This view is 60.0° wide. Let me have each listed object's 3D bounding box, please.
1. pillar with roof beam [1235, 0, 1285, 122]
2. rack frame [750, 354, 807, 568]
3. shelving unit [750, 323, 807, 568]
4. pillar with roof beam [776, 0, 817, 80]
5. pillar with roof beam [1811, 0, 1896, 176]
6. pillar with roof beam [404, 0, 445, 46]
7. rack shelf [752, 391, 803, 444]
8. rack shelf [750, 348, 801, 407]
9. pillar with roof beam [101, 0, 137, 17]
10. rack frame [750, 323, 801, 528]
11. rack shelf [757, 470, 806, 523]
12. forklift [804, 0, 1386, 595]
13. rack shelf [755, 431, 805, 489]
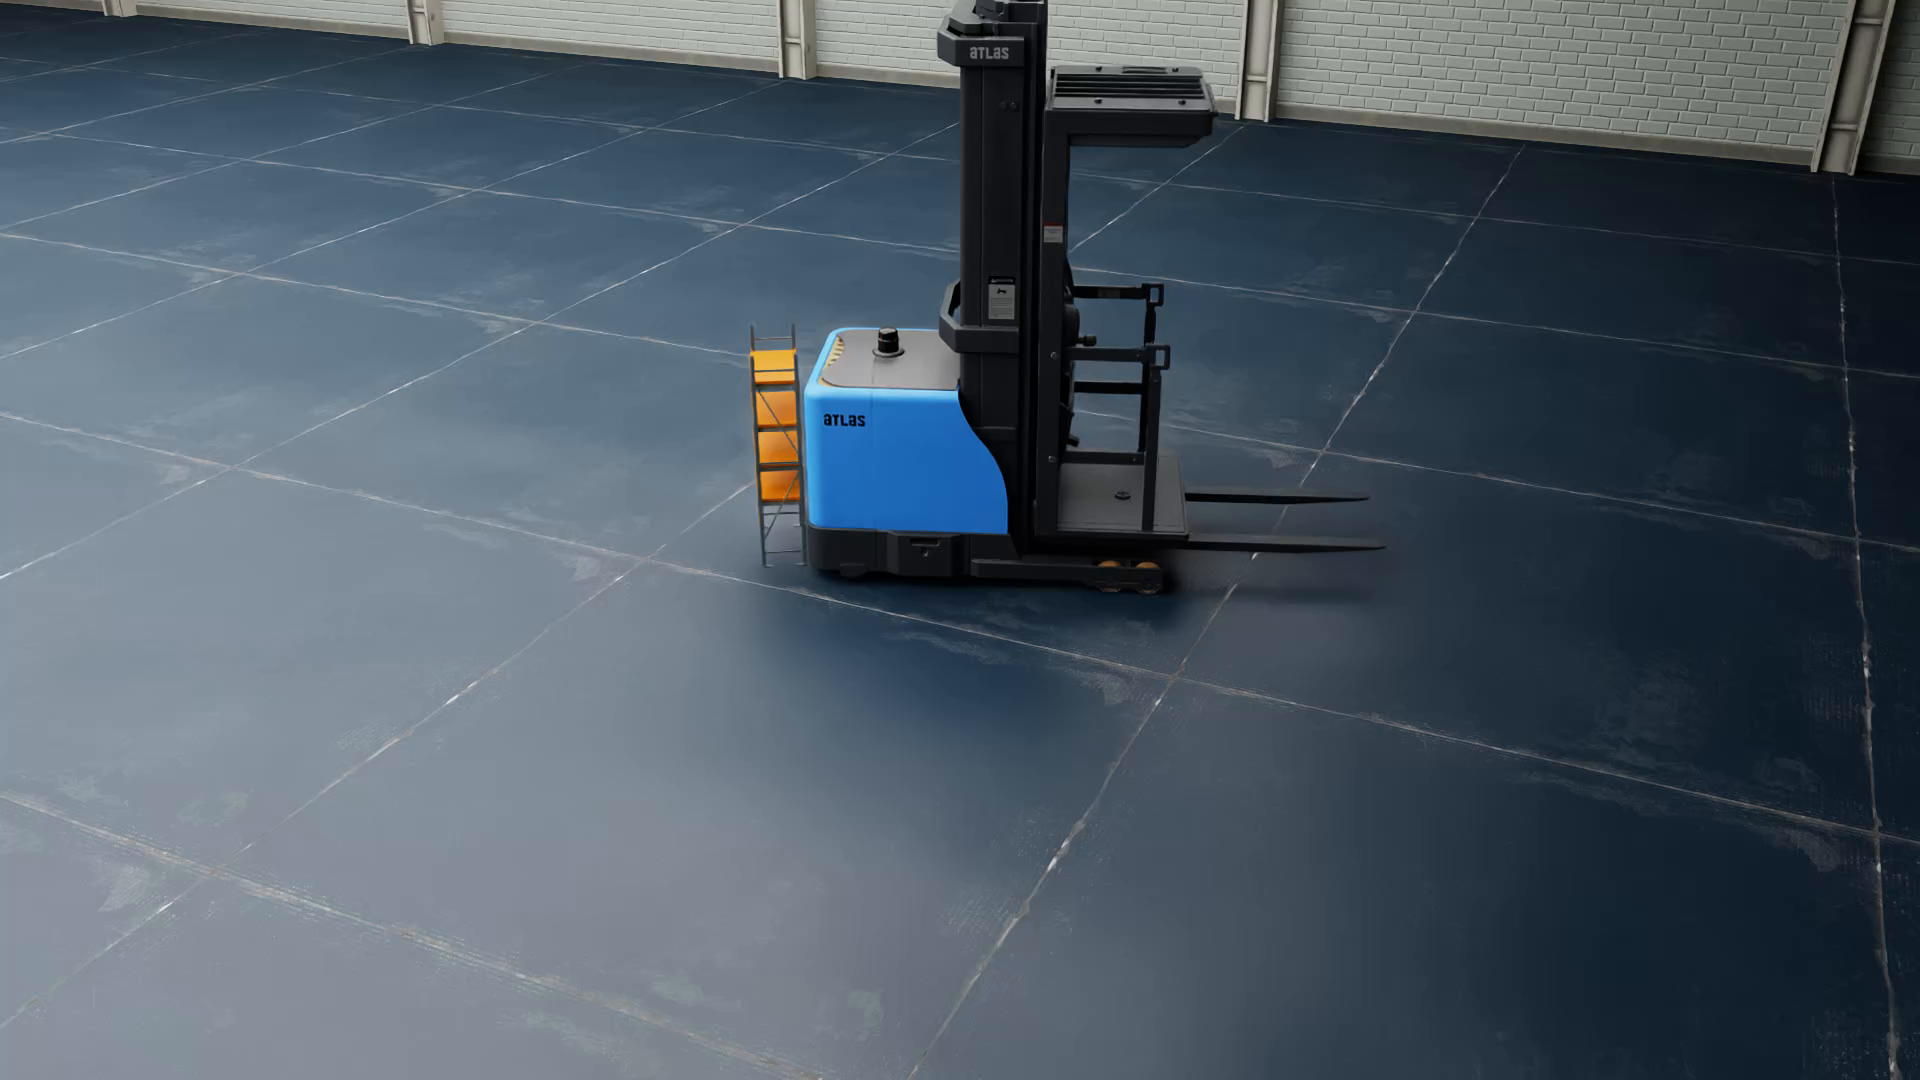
[{"bbox_3d":[1.607,-7.155,13.594,0.400,9.000,9.100,11,28,22],"label":"pillar with roof beam"},{"bbox_3d":[-0.945,-0.399,8.703,0.240,1.200,0.015,-3,26,-6],"label":"rack frame"},{"bbox_3d":[-0.974,-0.507,8.920,0.258,1.200,0.503,-3,26,-6],"label":"shelving unit"},{"bbox_3d":[-3.855,-8.252,15.823,0.400,9.000,9.100,11,28,22],"label":"pillar with roof beam"},{"bbox_3d":[7.069,-6.058,11.366,0.400,9.000,9.100,11,28,22],"label":"pillar with roof beam"},{"bbox_3d":[-9.316,-9.349,18.051,0.400,9.000,9.100,11,28,22],"label":"pillar with roof beam"},{"bbox_3d":[-0.974,-0.647,8.851,0.258,0.148,0.480,-3,26,-6],"label":"rack shelf"},{"bbox_3d":[-0.974,-0.859,8.747,0.258,0.148,0.480,-3,26,-6],"label":"rack shelf"},{"bbox_3d":[-14.778,-10.446,20.279,0.400,9.000,9.100,11,28,22],"label":"pillar with roof beam"},{"bbox_3d":[-1.002,-0.614,9.138,0.240,1.200,0.015,-3,26,-6],"label":"rack frame"},{"bbox_3d":[-0.974,-0.268,9.038,0.258,0.148,0.480,-3,26,-6],"label":"rack shelf"},{"bbox_3d":[0.738,-1.276,8.524,3.031,2.935,1.130,2,26,4],"label":"forklift"},{"bbox_3d":[-0.974,-0.446,8.950,0.258,0.148,0.480,-3,26,-6],"label":"rack shelf"}]
